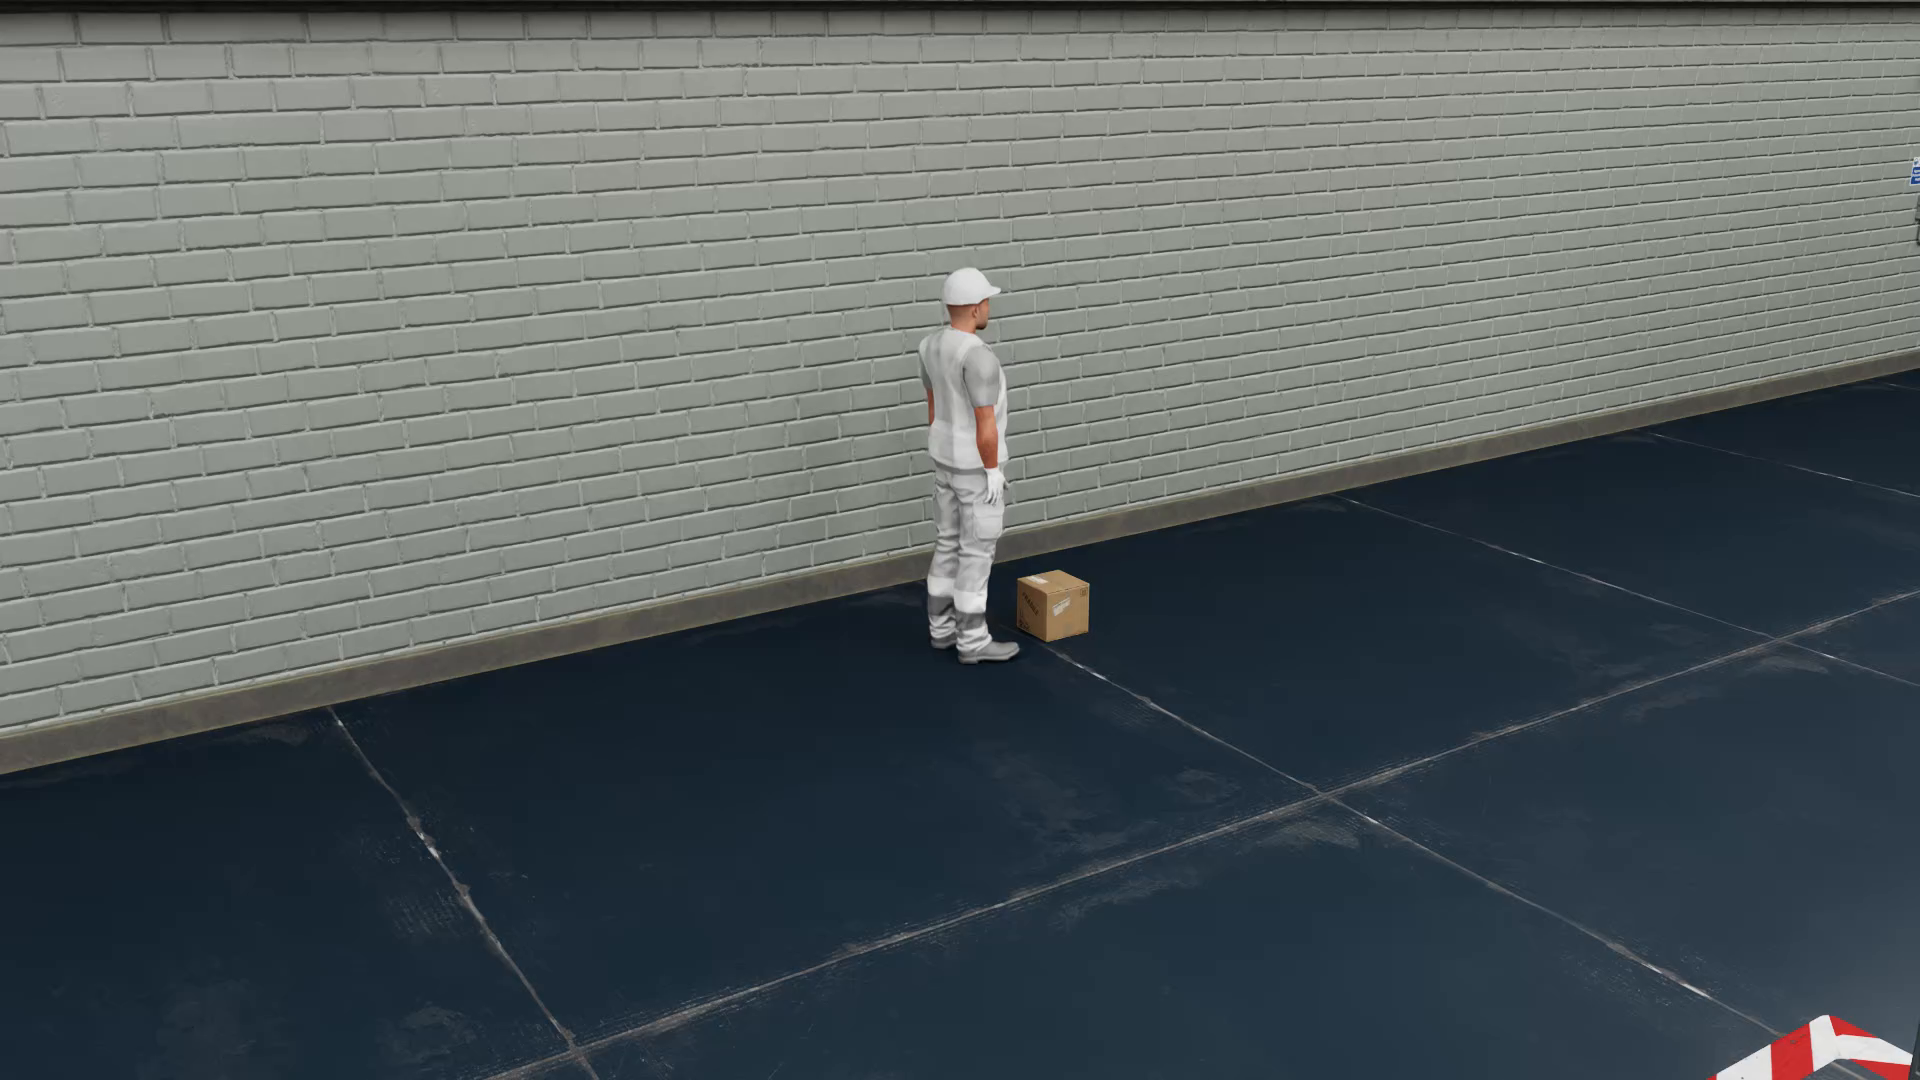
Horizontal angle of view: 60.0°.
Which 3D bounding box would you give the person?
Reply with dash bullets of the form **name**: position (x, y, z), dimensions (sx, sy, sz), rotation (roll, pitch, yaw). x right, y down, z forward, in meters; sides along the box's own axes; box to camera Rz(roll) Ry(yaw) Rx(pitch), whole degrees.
- **person**: position (0.035, -0.340, 7.556), dimensions (0.332, 1.790, 0.529), rotation (-11, 21, -30)
